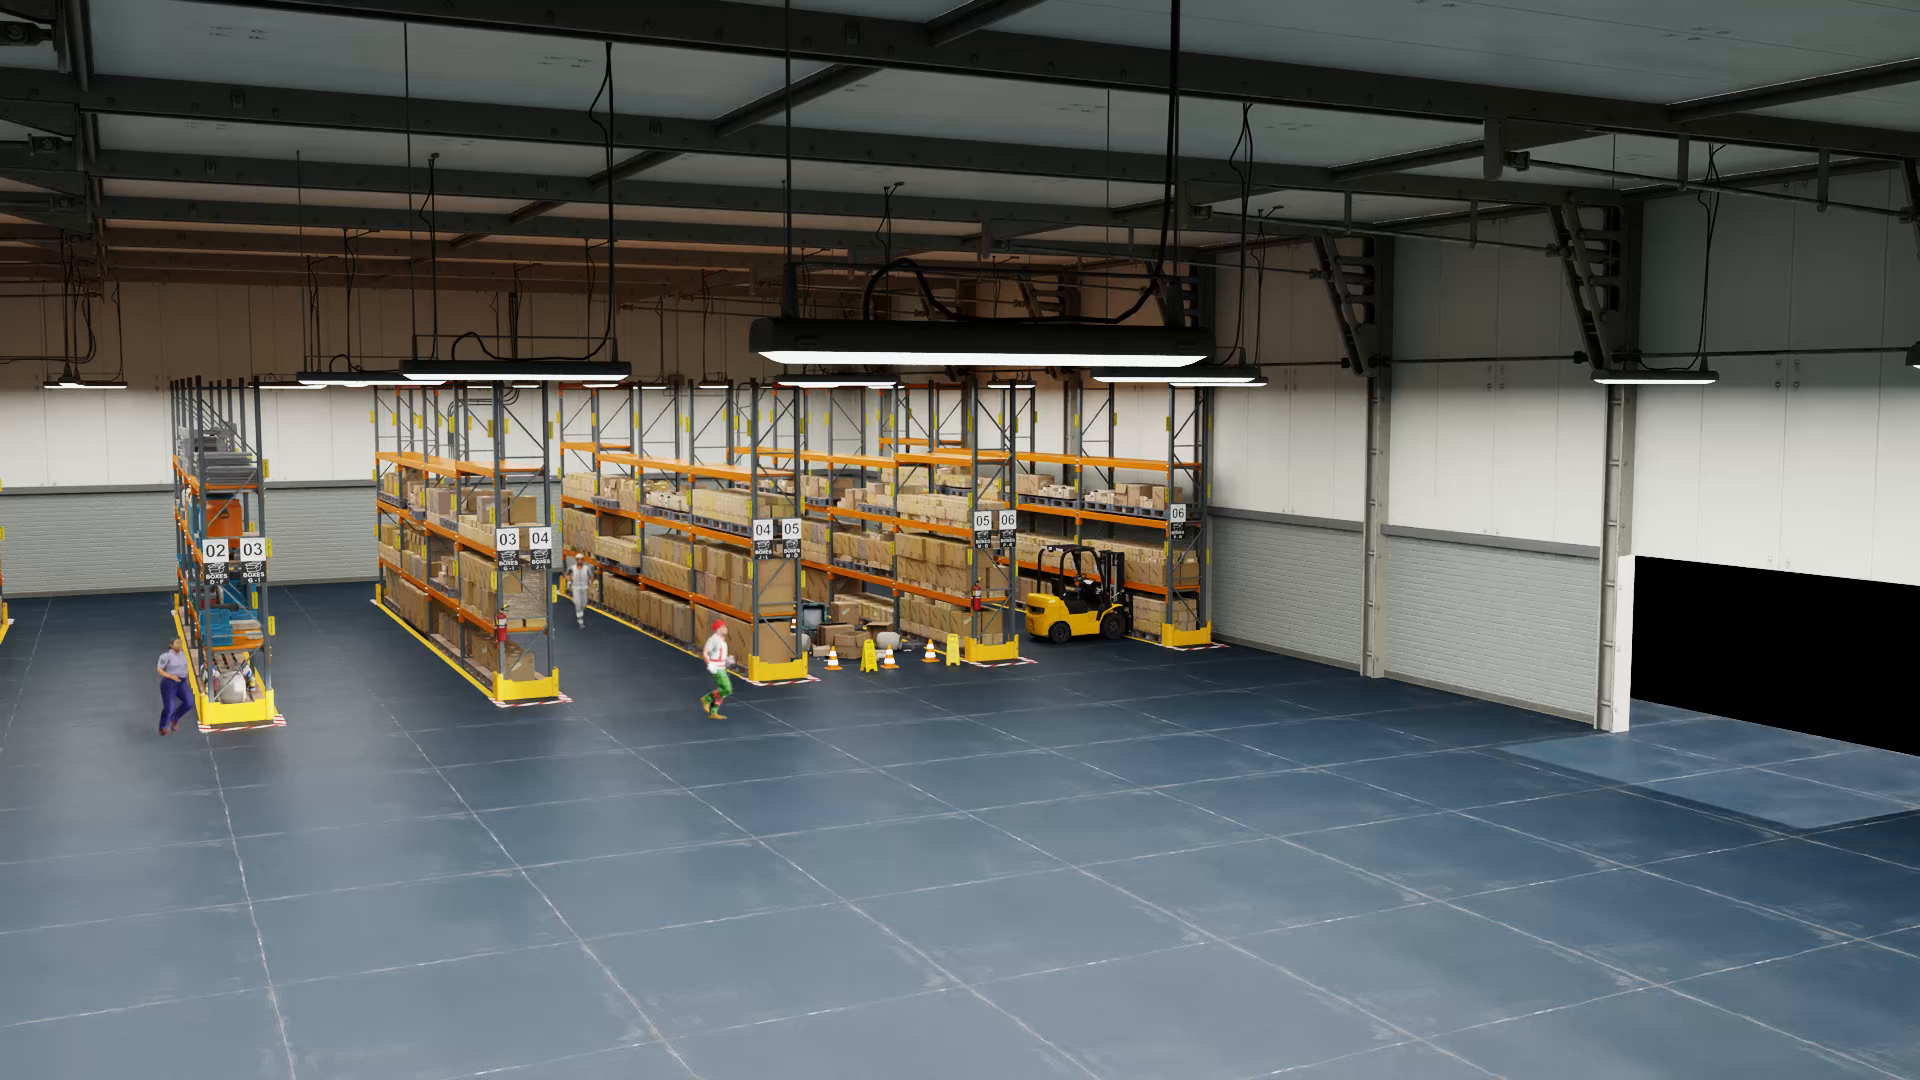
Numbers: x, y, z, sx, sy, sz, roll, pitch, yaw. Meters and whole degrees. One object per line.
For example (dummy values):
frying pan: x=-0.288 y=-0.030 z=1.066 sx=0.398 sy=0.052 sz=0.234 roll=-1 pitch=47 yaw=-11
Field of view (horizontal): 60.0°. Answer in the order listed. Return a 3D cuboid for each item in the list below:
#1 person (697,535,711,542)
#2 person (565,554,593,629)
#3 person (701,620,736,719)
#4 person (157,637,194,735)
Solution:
person: x=-7.827 y=0.388 z=50.607 sx=0.793 sy=1.721 sz=0.584 roll=-1 pitch=5 yaw=-16
person: x=-9.258 y=1.229 z=40.497 sx=0.656 sy=1.790 sz=0.983 roll=-2 pitch=6 yaw=-22
person: x=-4.240 y=2.267 z=29.151 sx=0.580 sy=1.737 sz=0.669 roll=0 pitch=5 yaw=4
person: x=-13.155 y=2.438 z=27.926 sx=0.541 sy=1.612 sz=0.625 roll=3 pitch=6 yaw=28
